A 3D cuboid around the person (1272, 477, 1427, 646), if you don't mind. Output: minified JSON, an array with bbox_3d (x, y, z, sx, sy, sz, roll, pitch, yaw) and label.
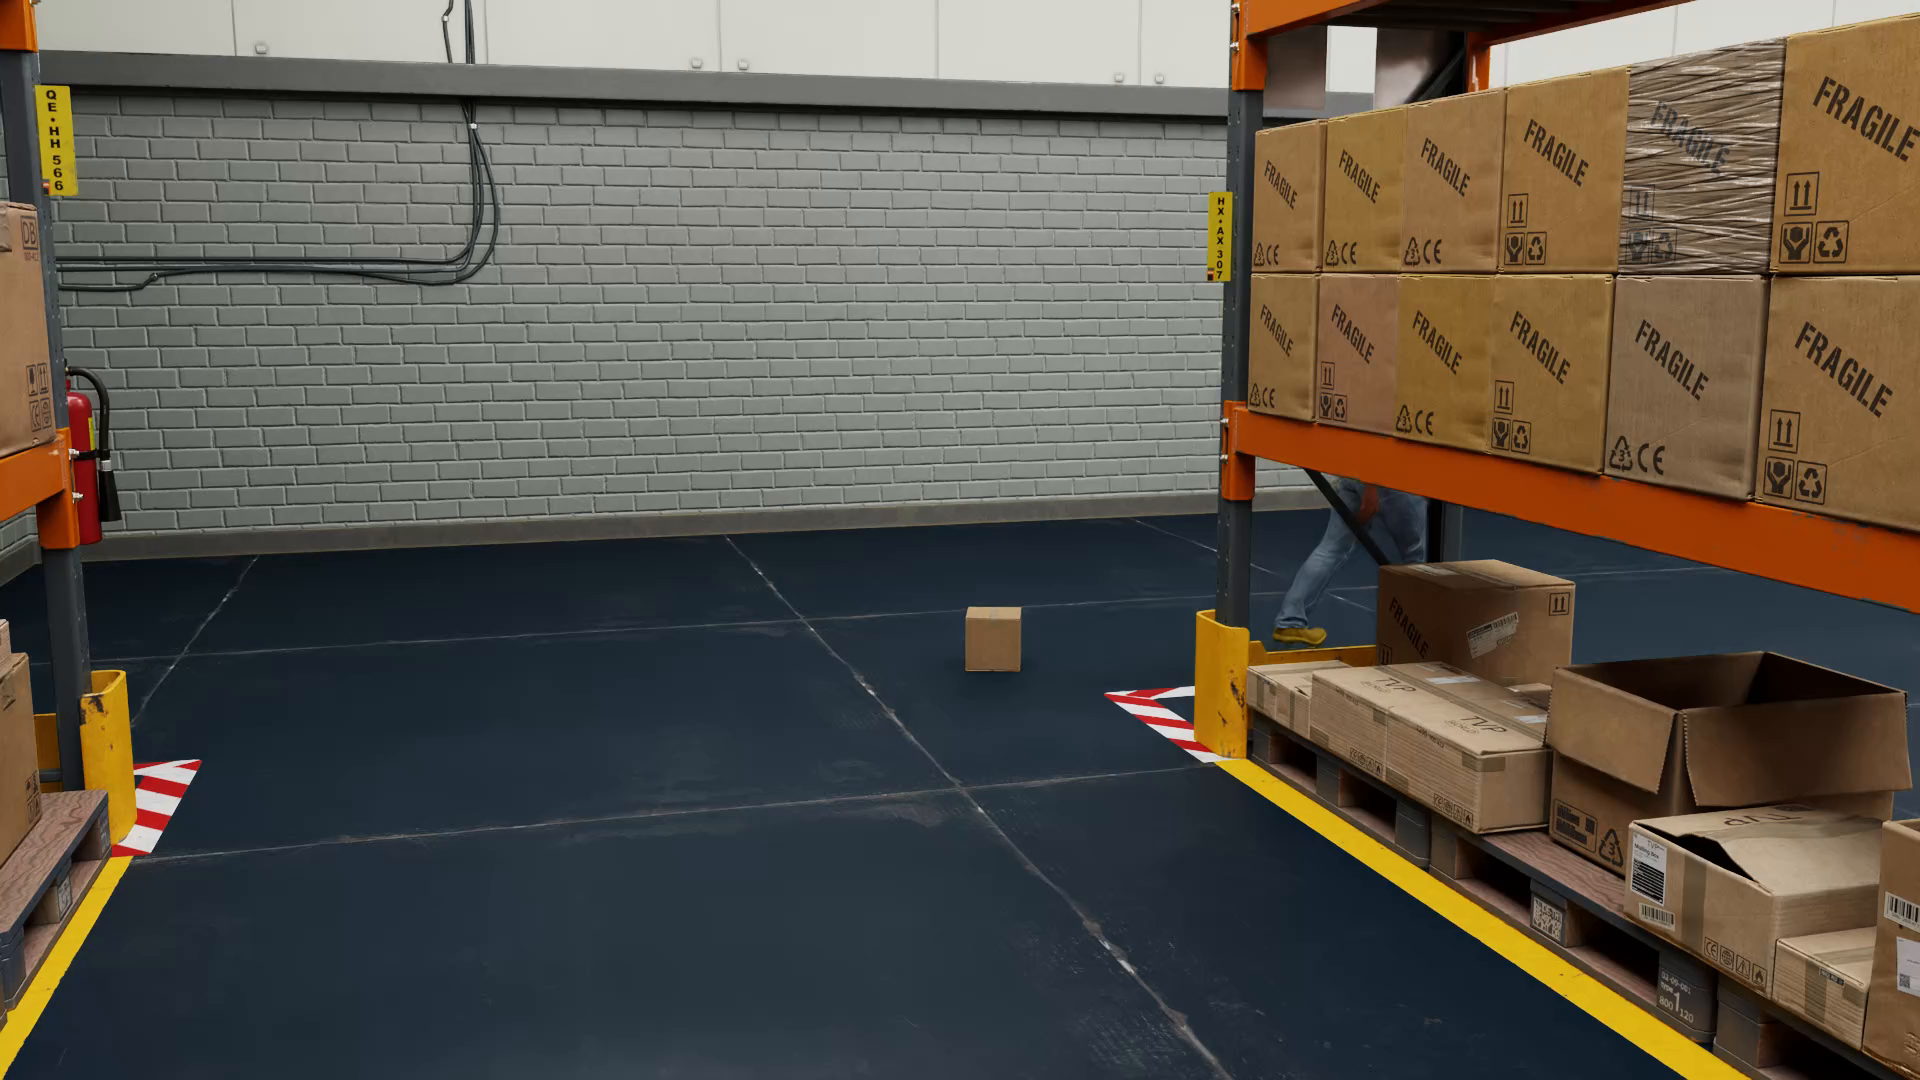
[{"bbox_3d":[1.995,-0.311,7.741,1.053,1.719,0.632,-2,9,-14],"label":"person"}]
